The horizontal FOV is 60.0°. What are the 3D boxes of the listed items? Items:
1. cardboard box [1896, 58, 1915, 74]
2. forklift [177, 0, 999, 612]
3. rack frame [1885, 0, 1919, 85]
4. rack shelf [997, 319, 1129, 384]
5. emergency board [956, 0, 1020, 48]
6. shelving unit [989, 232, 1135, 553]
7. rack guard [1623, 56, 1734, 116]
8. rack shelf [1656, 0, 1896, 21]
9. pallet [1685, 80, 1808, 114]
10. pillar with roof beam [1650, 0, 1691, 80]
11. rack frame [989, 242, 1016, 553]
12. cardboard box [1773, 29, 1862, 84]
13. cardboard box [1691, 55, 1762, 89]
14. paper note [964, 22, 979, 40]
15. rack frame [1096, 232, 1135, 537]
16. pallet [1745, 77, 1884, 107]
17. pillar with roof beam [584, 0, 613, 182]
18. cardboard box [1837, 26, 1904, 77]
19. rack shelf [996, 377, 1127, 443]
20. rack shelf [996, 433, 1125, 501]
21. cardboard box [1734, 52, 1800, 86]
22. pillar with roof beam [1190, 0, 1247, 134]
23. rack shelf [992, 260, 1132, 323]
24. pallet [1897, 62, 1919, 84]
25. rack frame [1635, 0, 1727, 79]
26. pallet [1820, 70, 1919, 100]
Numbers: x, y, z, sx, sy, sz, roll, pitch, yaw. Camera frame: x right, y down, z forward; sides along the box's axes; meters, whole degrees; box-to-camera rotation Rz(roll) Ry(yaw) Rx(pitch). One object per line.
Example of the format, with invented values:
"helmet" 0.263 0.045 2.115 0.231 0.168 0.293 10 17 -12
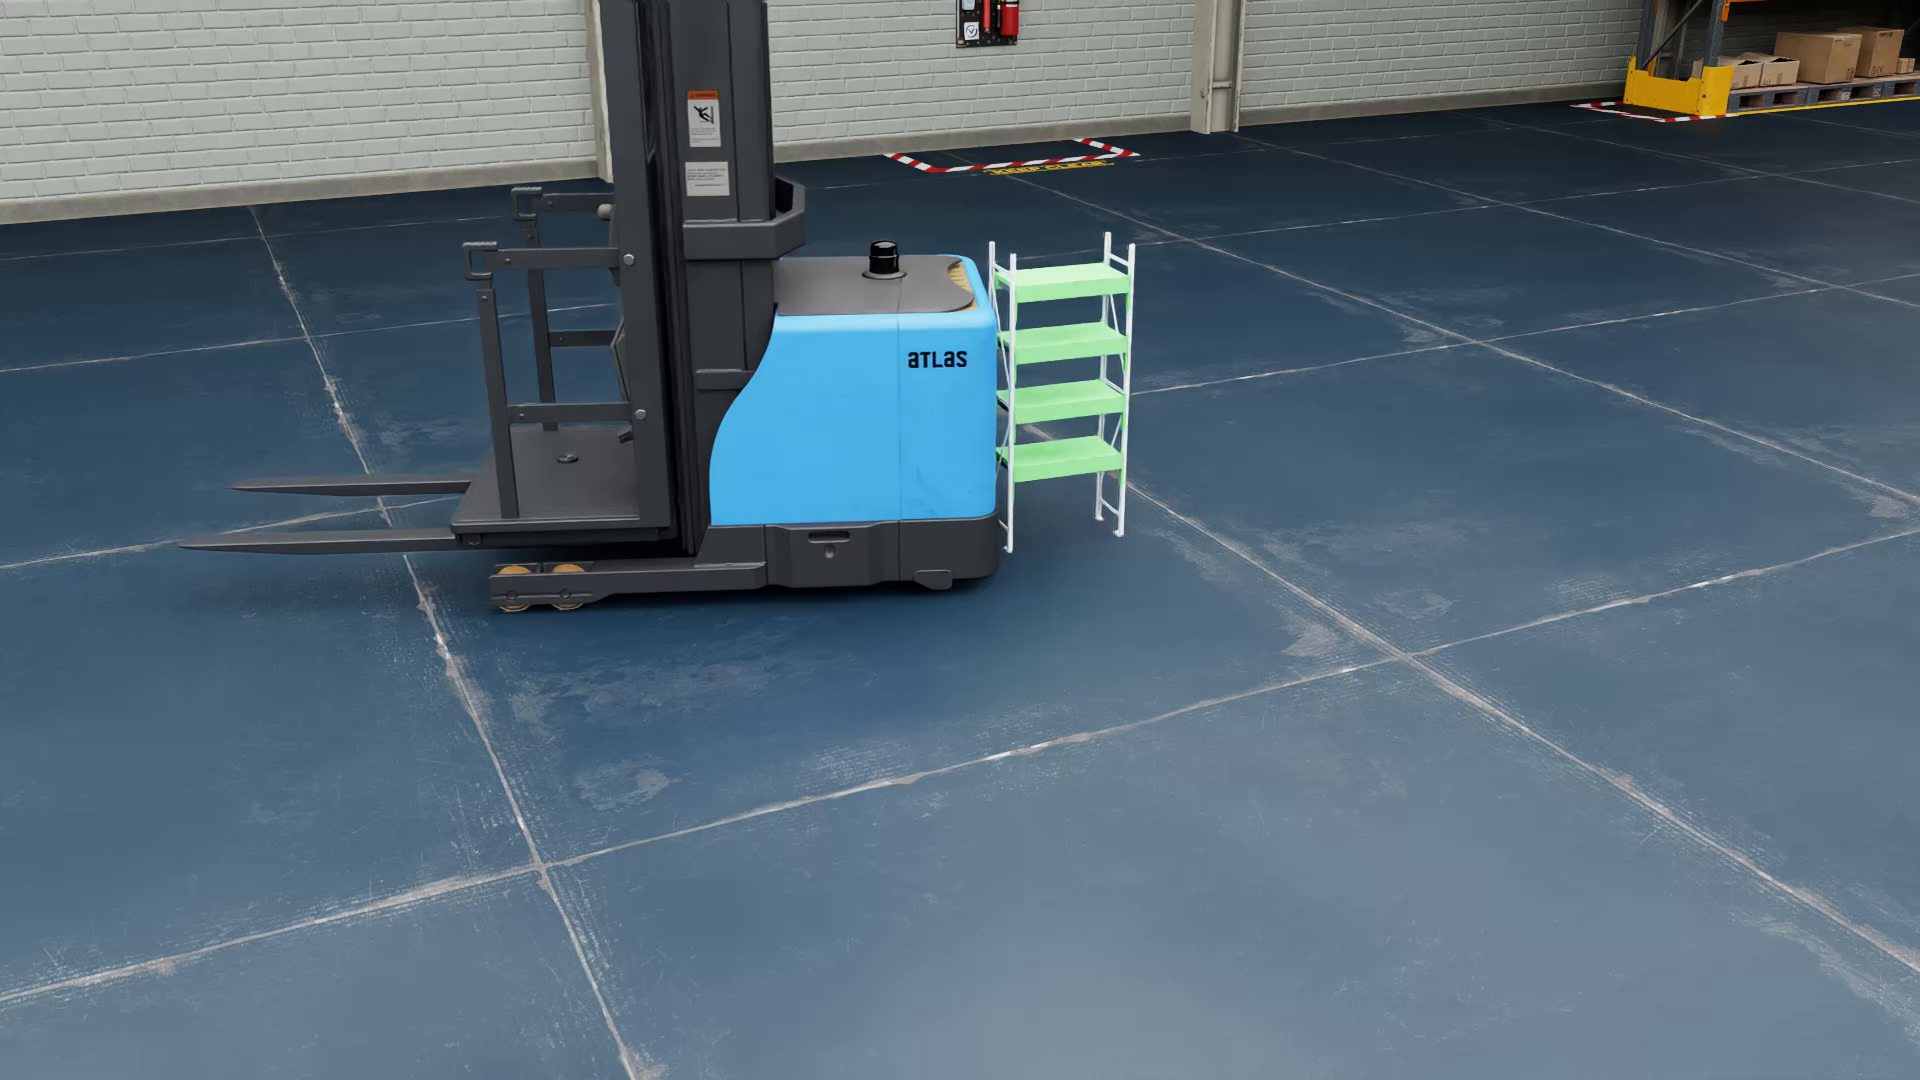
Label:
"cardboard box" 10.826 -5.528 19.312 0.250 0.166 0.380 -14 26 -30
"forklift" -1.399 -1.300 6.059 3.031 2.935 1.130 -2 23 -4
"rack frame" 11.295 -6.733 19.094 0.127 3.000 1.000 -10 25 -24
"rack shelf" 0.389 -0.742 6.512 0.480 0.148 0.258 -8 24 -19
"emergency board" 0.297 -5.092 15.129 0.643 1.169 0.194 -10 25 -24
"shelving unit" 0.389 -0.579 6.580 0.503 1.200 0.258 -8 24 -19
"rack guard" 7.760 -4.927 18.000 0.348 0.500 1.175 -10 25 -24
"rack shelf" 9.493 -6.069 18.430 4.000 0.370 1.077 -10 25 -24
"pallet" 8.507 -4.916 18.351 1.213 0.211 1.003 -10 25 -24
"pillar with roof beam" 9.814 -7.772 13.760 0.400 9.000 9.100 -10 25 -24
"rack frame" 0.160 -0.547 6.502 0.015 1.200 0.240 -8 24 -19
"cardboard box" 9.550 -5.401 18.568 0.500 0.500 0.700 -12 25 -27
"cardboard box" 8.354 -5.114 18.124 0.500 0.311 0.500 -14 26 -30
"paper note" 0.108 -4.679 15.284 0.142 0.148 0.016 -10 25 -24
"rack frame" 0.618 -0.611 6.657 0.015 1.200 0.240 -8 24 -19
"pallet" 9.605 -5.117 18.836 1.213 0.211 1.003 -10 25 -24
"pillar with roof beam" -0.999 -5.782 8.952 0.400 9.000 9.100 -10 25 -24
"cardboard box" 10.377 -5.595 19.039 0.500 0.500 0.500 -12 26 -28
"rack shelf" 0.389 -0.520 6.604 0.480 0.148 0.258 -8 24 -19
"rack shelf" 0.389 -0.298 6.696 0.480 0.148 0.258 -8 24 -19
"cardboard box" 8.867 -5.209 18.352 0.500 0.311 0.500 -8 24 -19
"pillar with roof beam" 4.407 -6.777 11.356 0.400 9.000 9.100 -10 25 -24
"rack shelf" 0.389 -0.963 6.420 0.480 0.148 0.258 -8 24 -19
"pallet" 11.996 -5.574 19.941 1.213 0.211 1.003 -10 25 -24
"rack frame" 7.691 -6.070 17.491 0.127 3.000 1.000 -10 25 -24
"pallet" 10.705 -5.321 19.329 1.213 0.211 1.003 -10 25 -24
